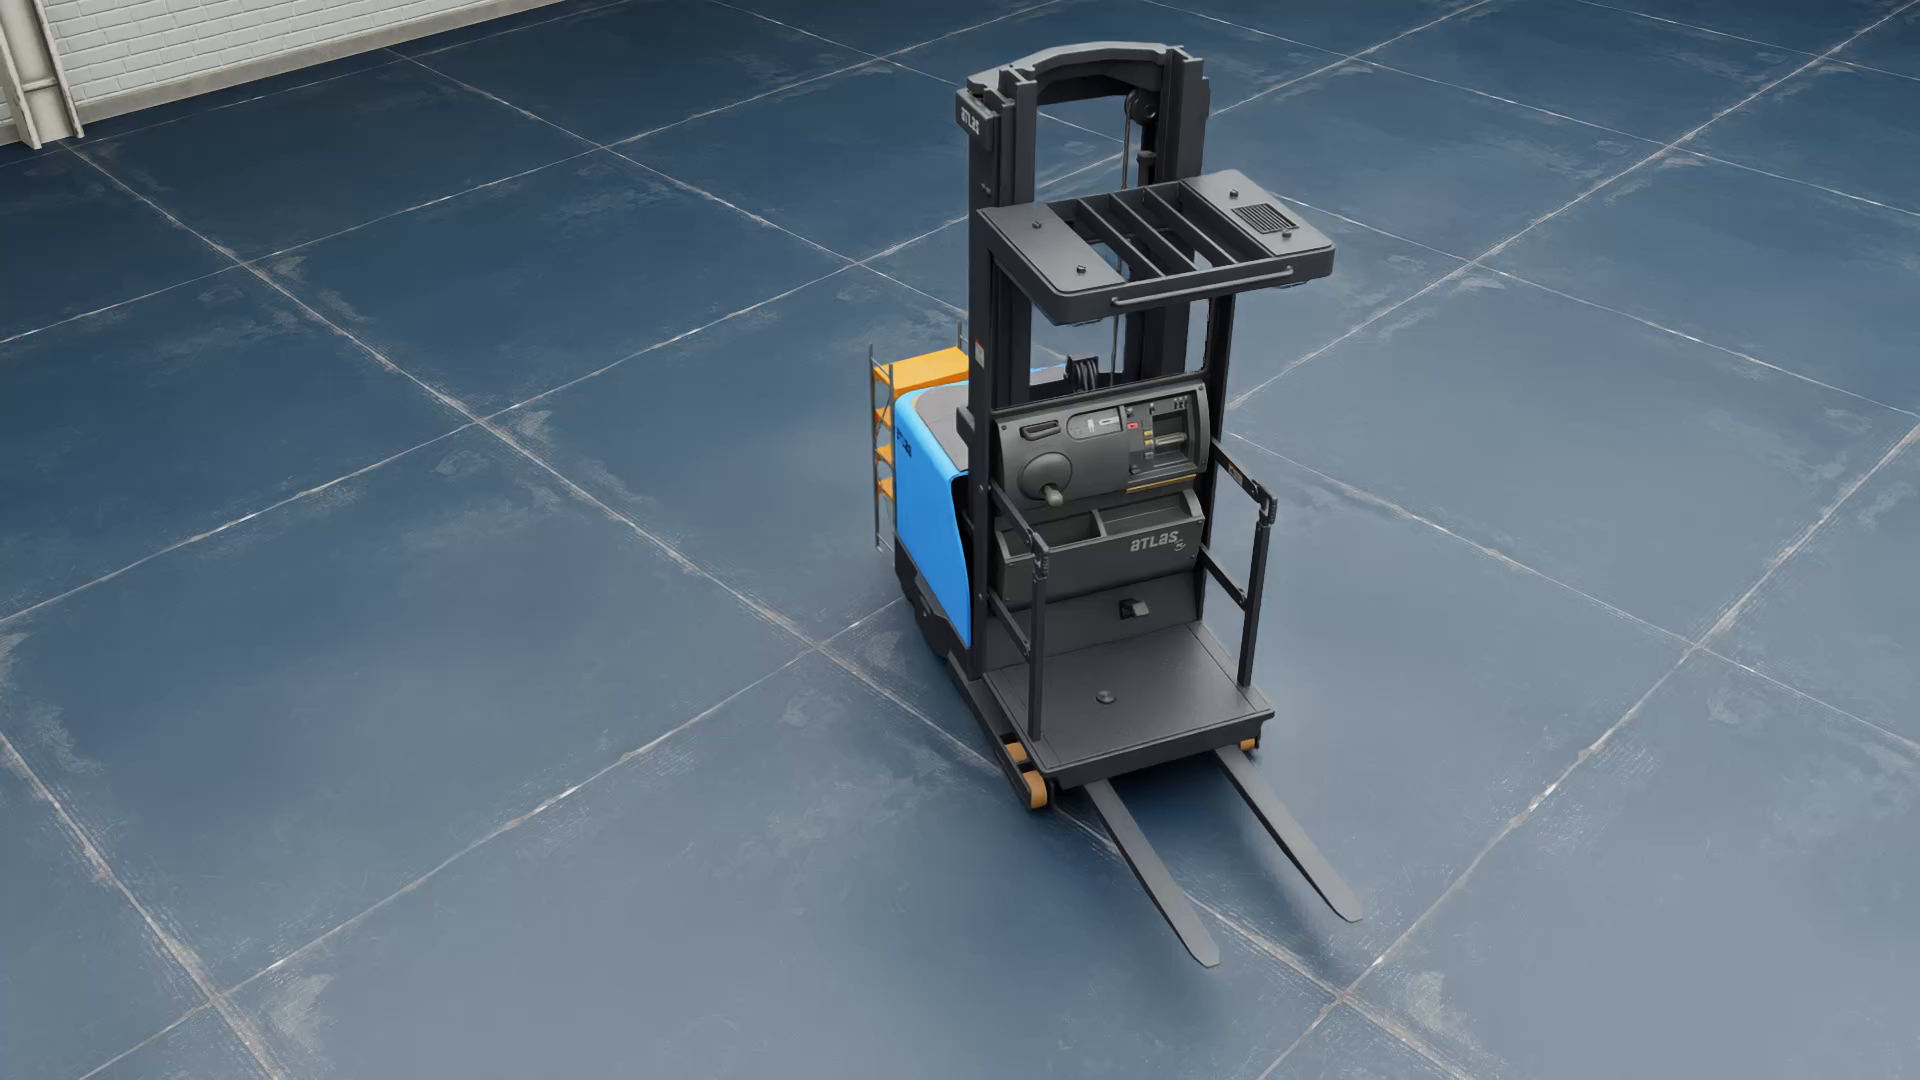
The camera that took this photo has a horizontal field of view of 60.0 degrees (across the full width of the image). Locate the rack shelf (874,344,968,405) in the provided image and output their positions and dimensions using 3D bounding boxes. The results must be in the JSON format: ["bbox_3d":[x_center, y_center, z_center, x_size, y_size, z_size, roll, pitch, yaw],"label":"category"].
[{"bbox_3d":[-0.163,-0.787,8.134,0.480,0.148,0.258,-17,38,-23],"label":"rack shelf"}]

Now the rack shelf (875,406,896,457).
[{"bbox_3d":[-0.163,-0.593,8.269,0.480,0.148,0.258,-17,38,-23],"label":"rack shelf"}]

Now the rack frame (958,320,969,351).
[{"bbox_3d":[0.051,-0.532,8.454,0.015,1.200,0.240,-17,38,-23],"label":"rack frame"}]

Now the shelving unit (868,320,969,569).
[{"bbox_3d":[-0.163,-0.465,8.359,0.503,1.200,0.258,-17,38,-23],"label":"shelving unit"}]

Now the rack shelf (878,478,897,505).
[{"bbox_3d":[-0.163,-0.247,8.511,0.480,0.148,0.258,-17,38,-23],"label":"rack shelf"}]

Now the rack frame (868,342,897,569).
[{"bbox_3d":[-0.378,-0.398,8.263,0.015,1.200,0.240,-17,38,-23],"label":"rack frame"}]

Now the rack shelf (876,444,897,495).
[{"bbox_3d":[-0.163,-0.410,8.397,0.480,0.148,0.258,-17,38,-23],"label":"rack shelf"}]

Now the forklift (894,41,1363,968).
[{"bbox_3d":[0.674,-0.326,6.646,1.130,2.935,3.031,-12,37,-17],"label":"forklift"}]

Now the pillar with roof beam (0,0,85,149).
[{"bbox_3d":[-4.249,-5.193,8.321,9.100,9.000,0.400,30,45,35],"label":"pillar with roof beam"}]
